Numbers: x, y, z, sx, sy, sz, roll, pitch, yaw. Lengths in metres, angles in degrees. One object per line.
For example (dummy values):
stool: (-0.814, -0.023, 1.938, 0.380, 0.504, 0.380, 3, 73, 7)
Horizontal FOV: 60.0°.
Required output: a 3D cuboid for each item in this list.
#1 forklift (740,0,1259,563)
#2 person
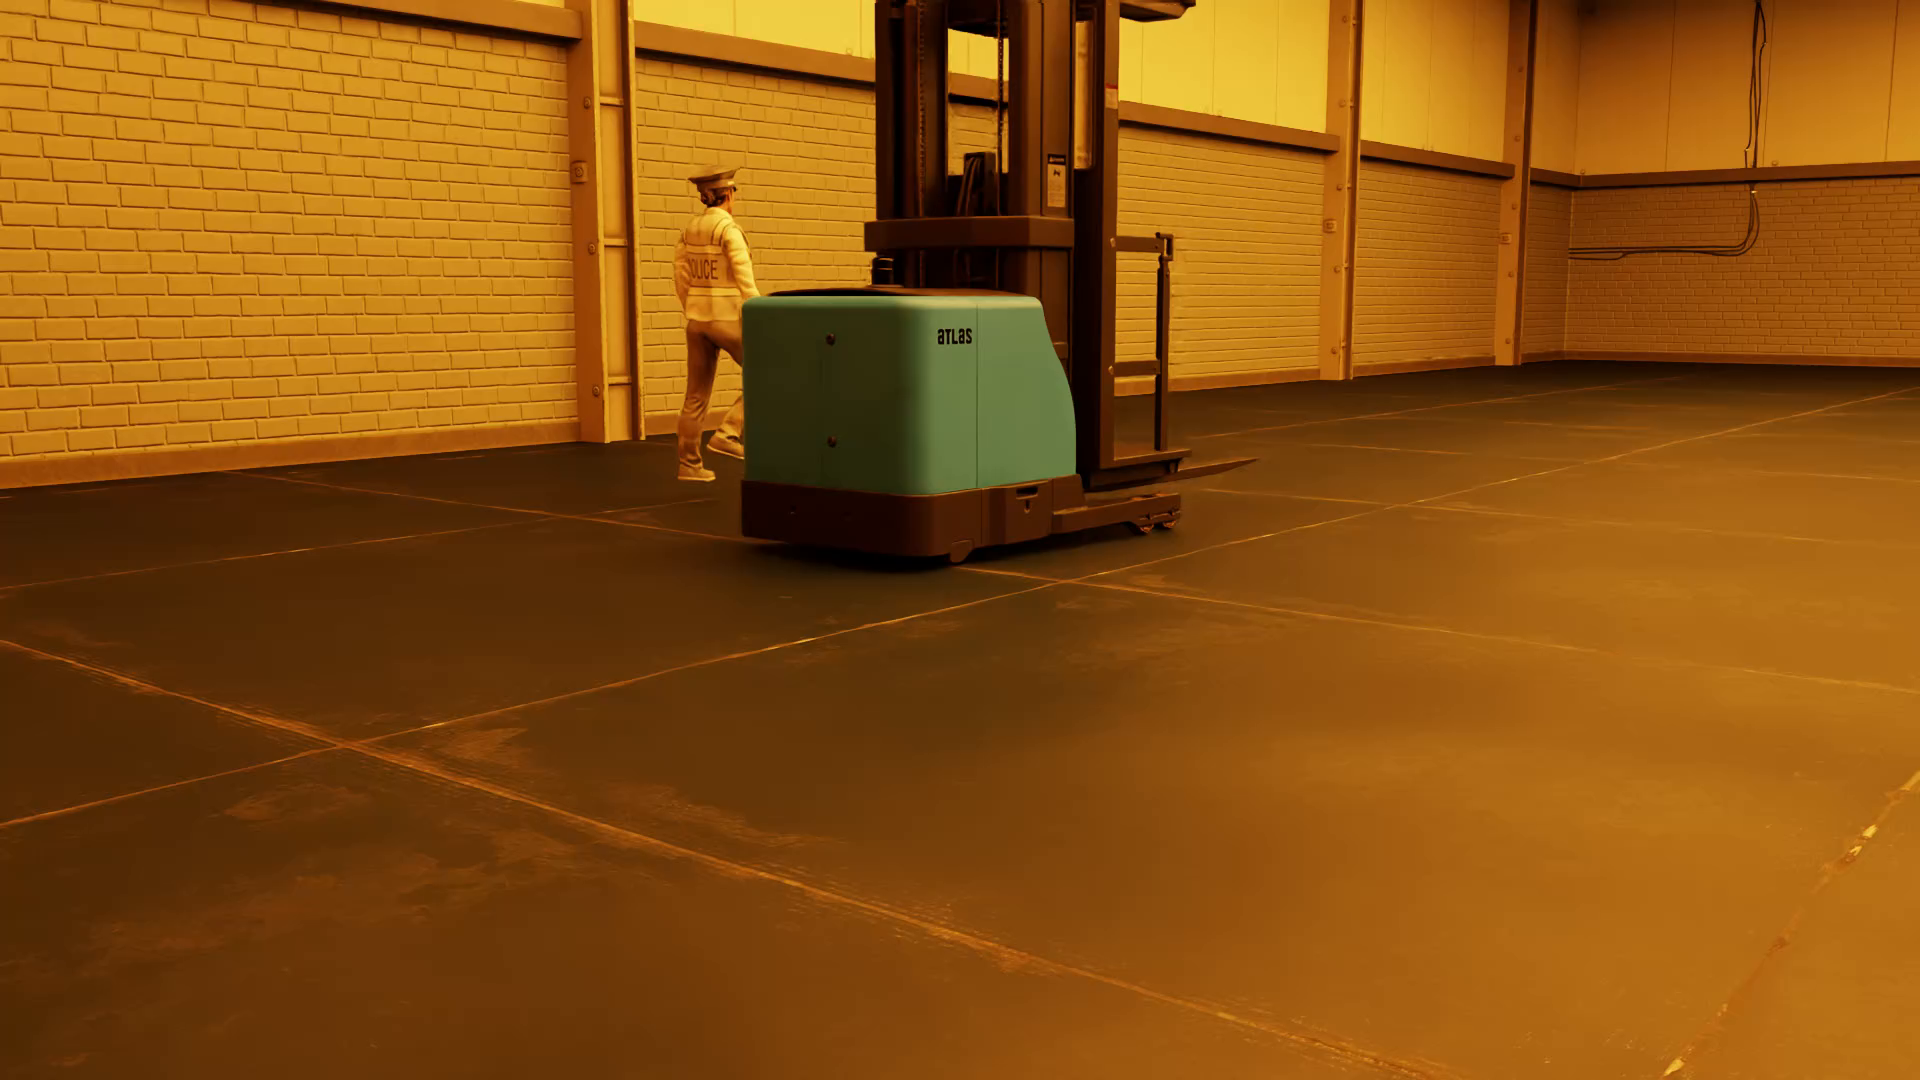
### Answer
forklift: (0.385, -1.524, 7.697, 1.130, 2.935, 3.031, 7, 11, 38)
person: (-1.229, -1.110, 8.723, 0.707, 1.665, 0.439, 7, 11, 40)
